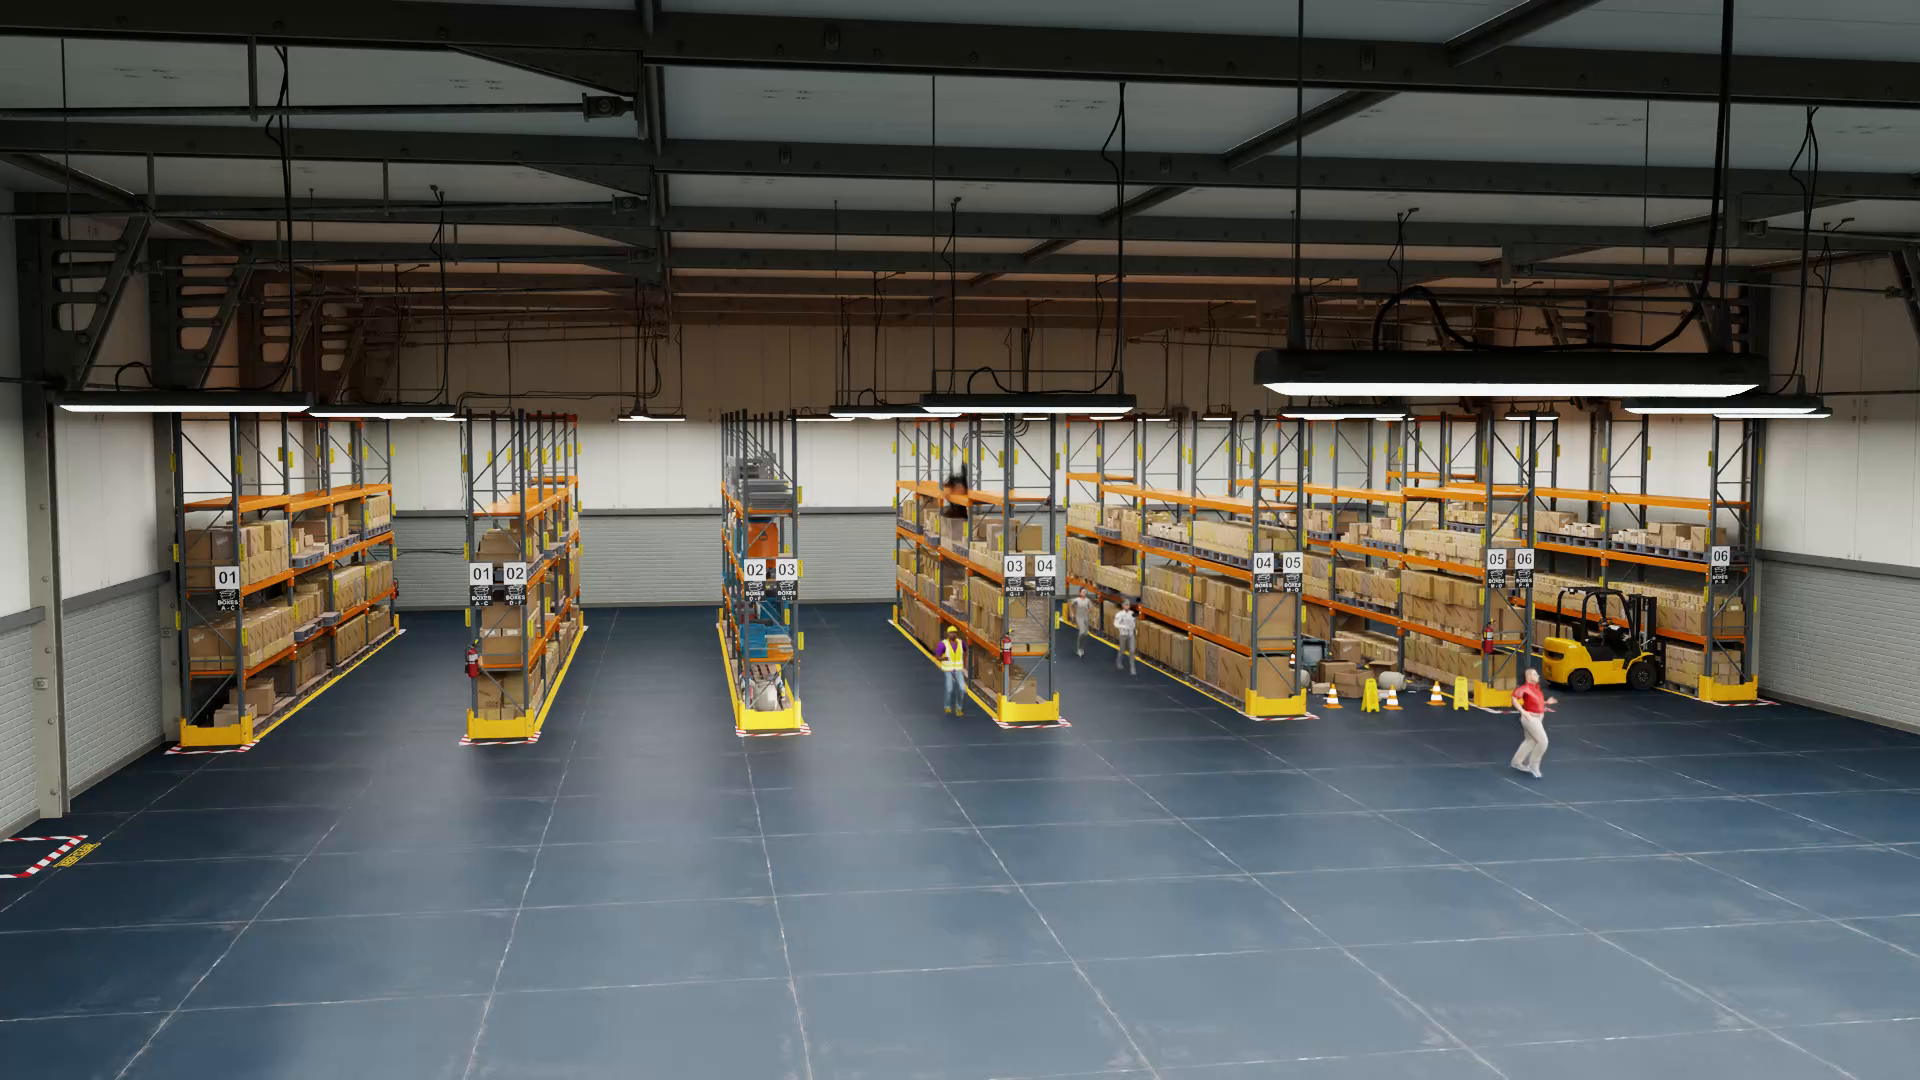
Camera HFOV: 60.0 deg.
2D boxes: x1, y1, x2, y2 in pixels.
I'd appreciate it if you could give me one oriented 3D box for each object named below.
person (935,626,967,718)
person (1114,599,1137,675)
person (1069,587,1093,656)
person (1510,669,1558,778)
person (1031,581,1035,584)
[{"bbox_3d":[-0.143,2.588,32.501,0.677,1.826,0.677,-1,4,-14],"label":"person"},{"bbox_3d":[3.813,2.195,38.154,0.609,1.706,0.933,-1,4,-15],"label":"person"},{"bbox_3d":[3.023,2.018,41.179,0.533,1.700,0.712,-1,4,-20],"label":"person"},{"bbox_3d":[9.337,2.989,27.059,0.705,1.790,0.637,2,5,31],"label":"person"},{"bbox_3d":[2.222,1.629,46.052,0.719,1.710,0.807,0,4,-1],"label":"person"}]
